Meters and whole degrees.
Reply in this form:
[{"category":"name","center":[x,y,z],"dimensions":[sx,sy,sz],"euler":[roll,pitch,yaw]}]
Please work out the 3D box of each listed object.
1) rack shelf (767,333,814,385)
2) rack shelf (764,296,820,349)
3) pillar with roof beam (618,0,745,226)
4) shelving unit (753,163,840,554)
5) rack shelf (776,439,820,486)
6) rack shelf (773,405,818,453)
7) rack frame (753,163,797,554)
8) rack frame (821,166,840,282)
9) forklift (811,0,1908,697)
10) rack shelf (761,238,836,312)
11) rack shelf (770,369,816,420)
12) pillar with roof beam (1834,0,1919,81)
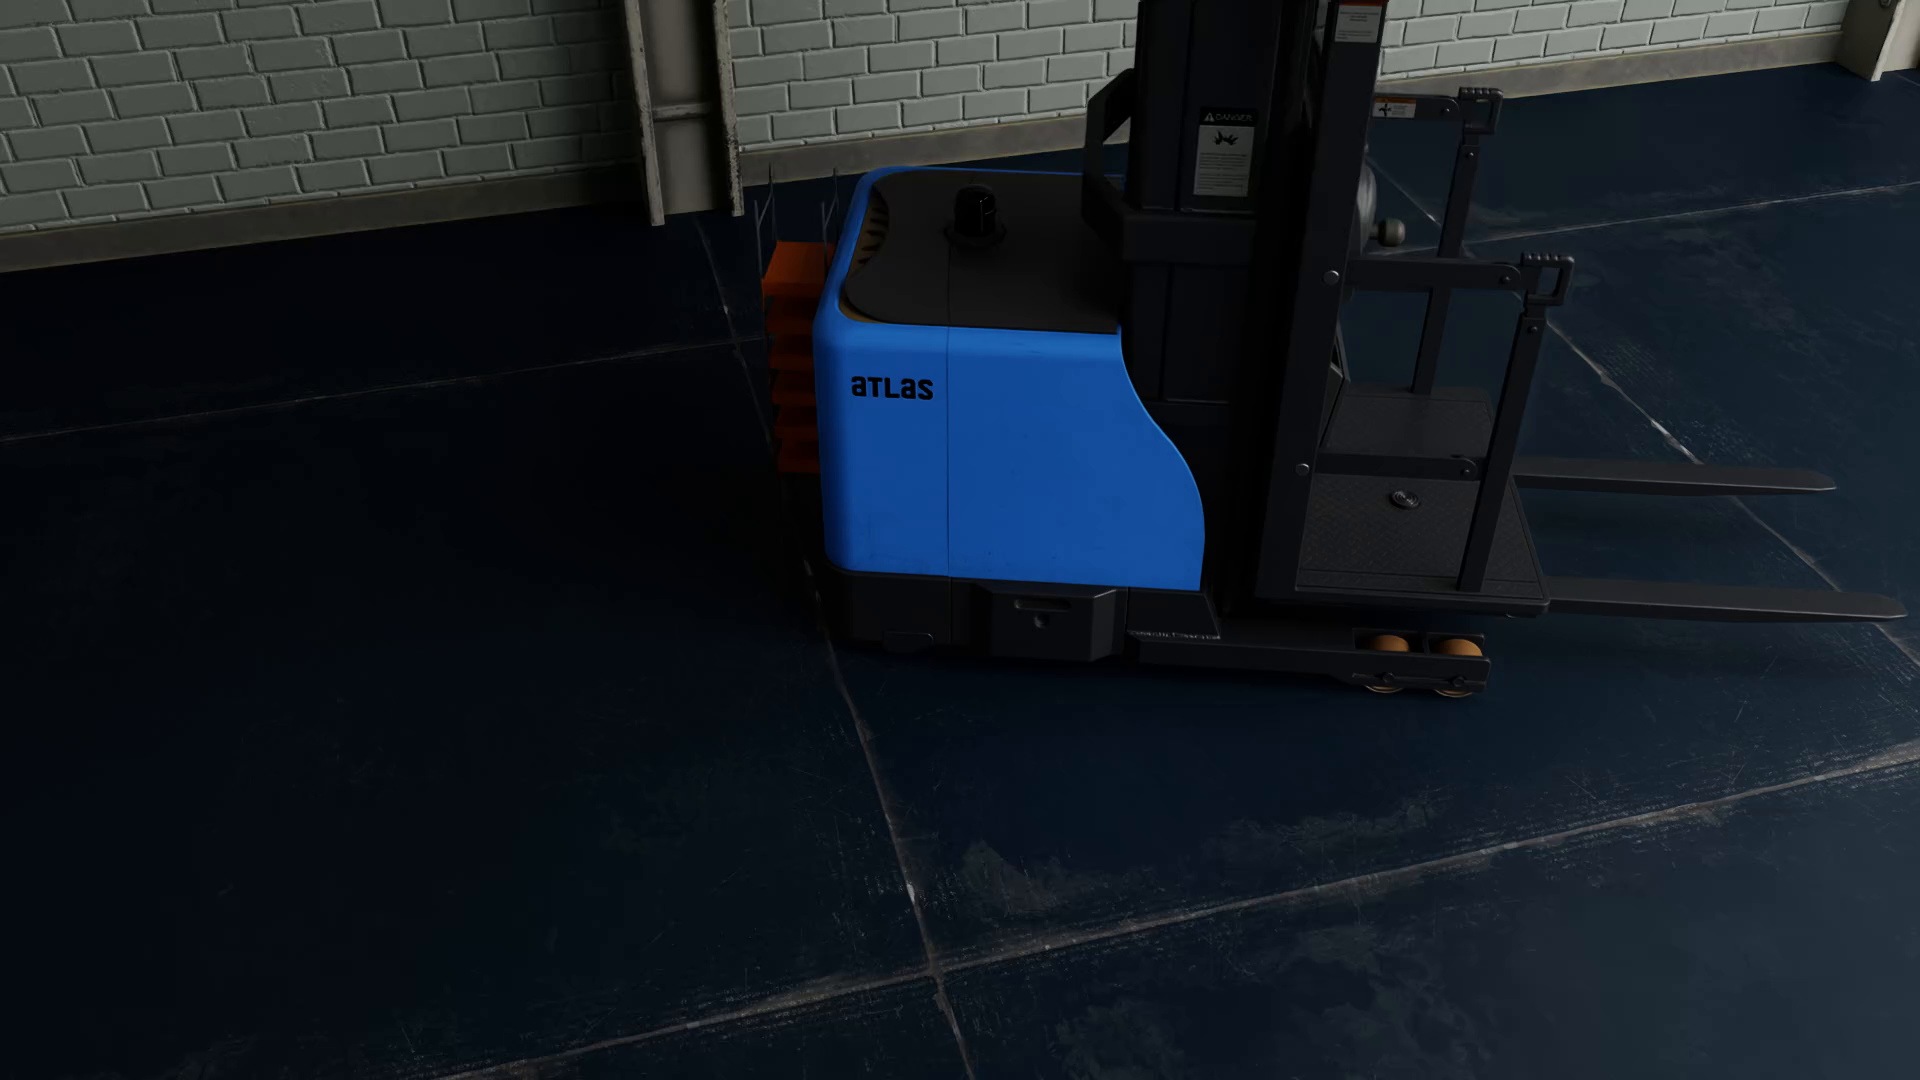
[{"category":"rack shelf","center":[-0.450,-0.560,4.870],"dimensions":[0.180,0.103,0.258],"euler":[3,38,4]},{"category":"rack shelf","center":[-0.450,-0.655,4.797],"dimensions":[0.180,0.103,0.258],"euler":[3,38,4]},{"category":"pillar with roof beam","center":[-0.023,-2.486,1.093],"dimensions":[0.400,9.000,9.100],"euler":[-9,38,-12]},{"category":"shelving unit","center":[-0.450,-0.500,4.916],"dimensions":[0.189,1.200,0.258],"euler":[3,38,4]},{"category":"rack shelf","center":[-0.450,-0.274,5.088],"dimensions":[0.180,0.103,0.258],"euler":[3,38,4]},{"category":"rack shelf","center":[-0.450,-0.369,5.015],"dimensions":[0.180,0.103,0.258],"euler":[3,38,4]},{"category":"rack frame","center":[-0.541,-0.505,4.922],"dimensions":[0.006,1.200,0.240],"euler":[3,38,4]},{"category":"rack frame","center":[-0.359,-0.495,4.909],"dimensions":[0.006,1.200,0.240],"euler":[3,38,4]},{"category":"forklift","center":[1.153,-1.062,4.225],"dimensions":[3.031,2.935,1.130],"euler":[3,38,4]},{"category":"rack shelf","center":[-0.450,-0.750,4.724],"dimensions":[0.180,0.103,0.258],"euler":[3,38,4]},{"category":"rack shelf","center":[-0.450,-0.464,4.943],"dimensions":[0.180,0.103,0.258],"euler":[3,38,4]},{"category":"pillar with roof beam","center":[5.770,-3.436,2.336],"dimensions":[0.400,9.000,9.100],"euler":[-9,38,-12]}]
